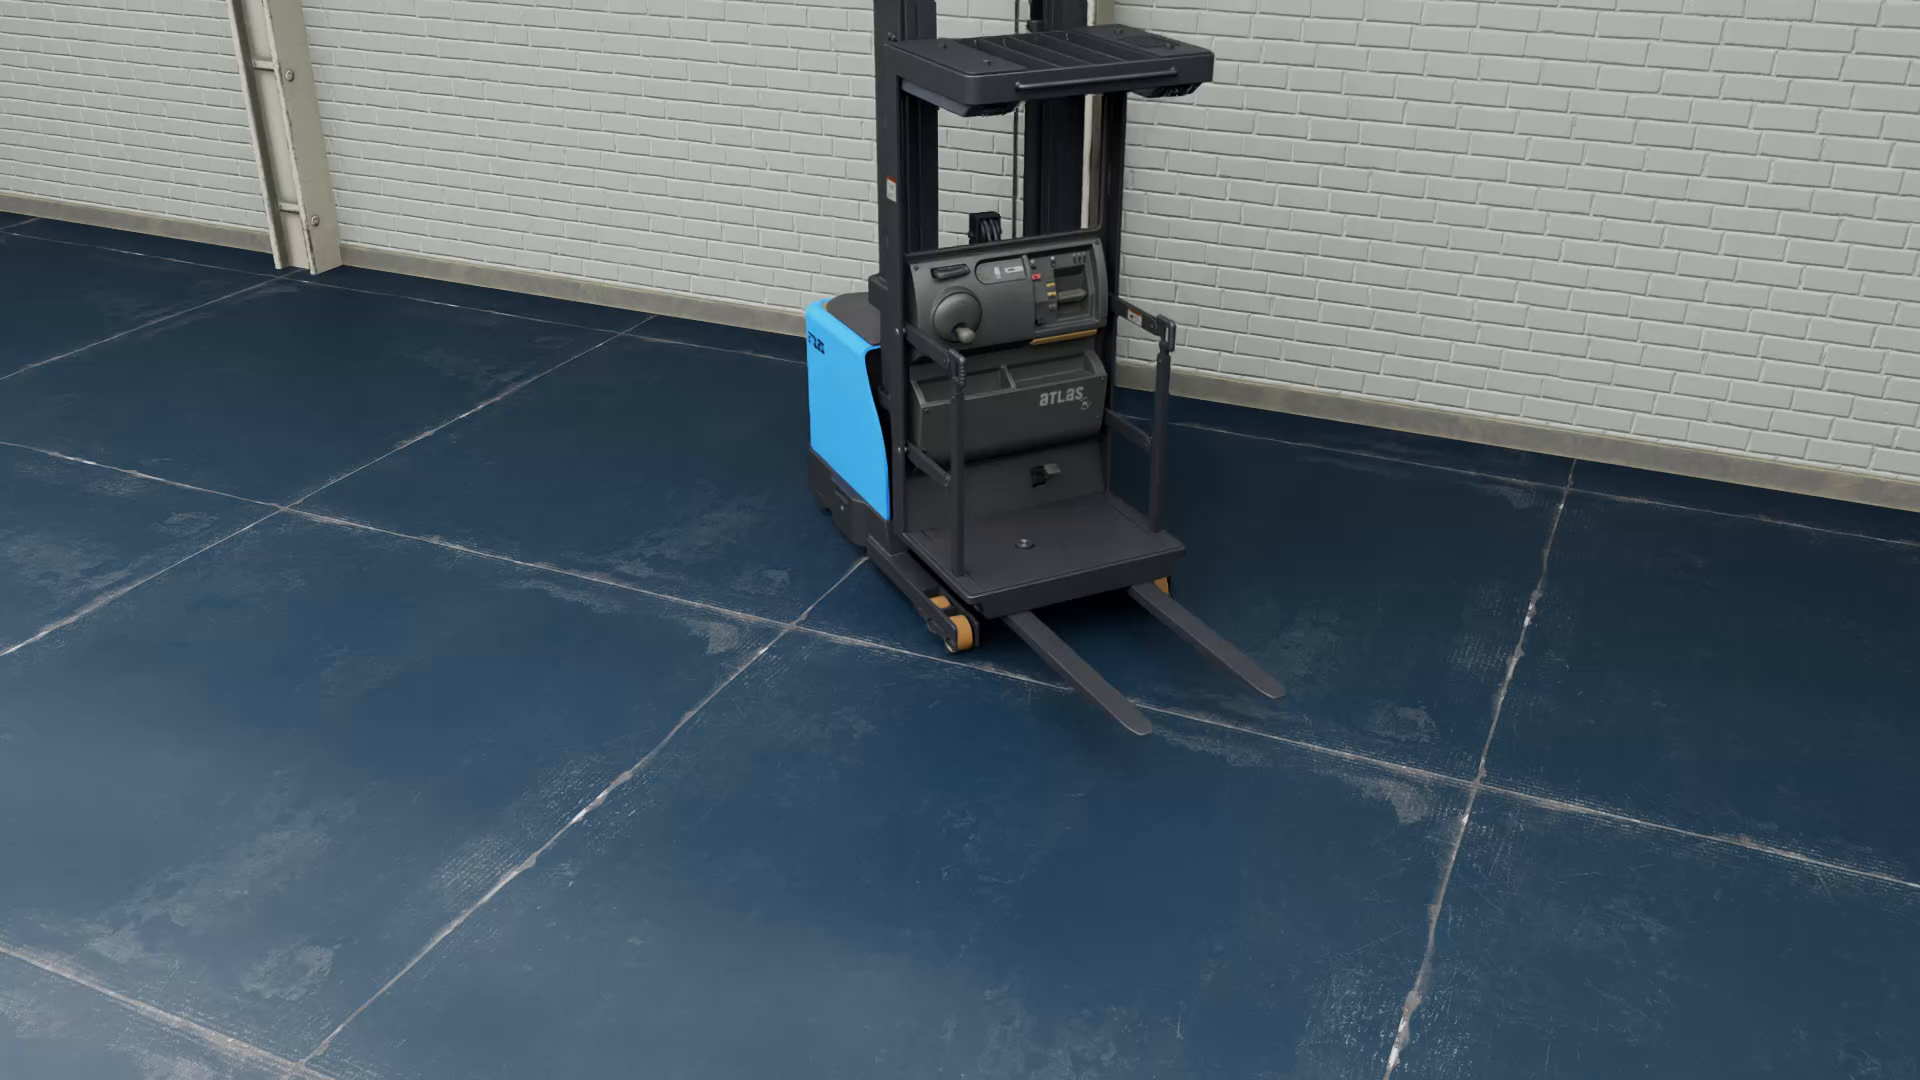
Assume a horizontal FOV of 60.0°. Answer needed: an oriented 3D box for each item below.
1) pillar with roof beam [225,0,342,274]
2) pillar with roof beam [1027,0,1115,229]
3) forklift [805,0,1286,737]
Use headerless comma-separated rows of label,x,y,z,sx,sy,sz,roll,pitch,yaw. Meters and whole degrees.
pillar with roof beam,-6.629,-4.353,6.903,0.400,9.000,9.100,11,28,22
pillar with roof beam,-1.167,-3.256,4.675,0.400,9.000,9.100,11,28,22
forklift,0.317,-1.045,7.053,1.130,2.935,3.031,-12,29,-23
